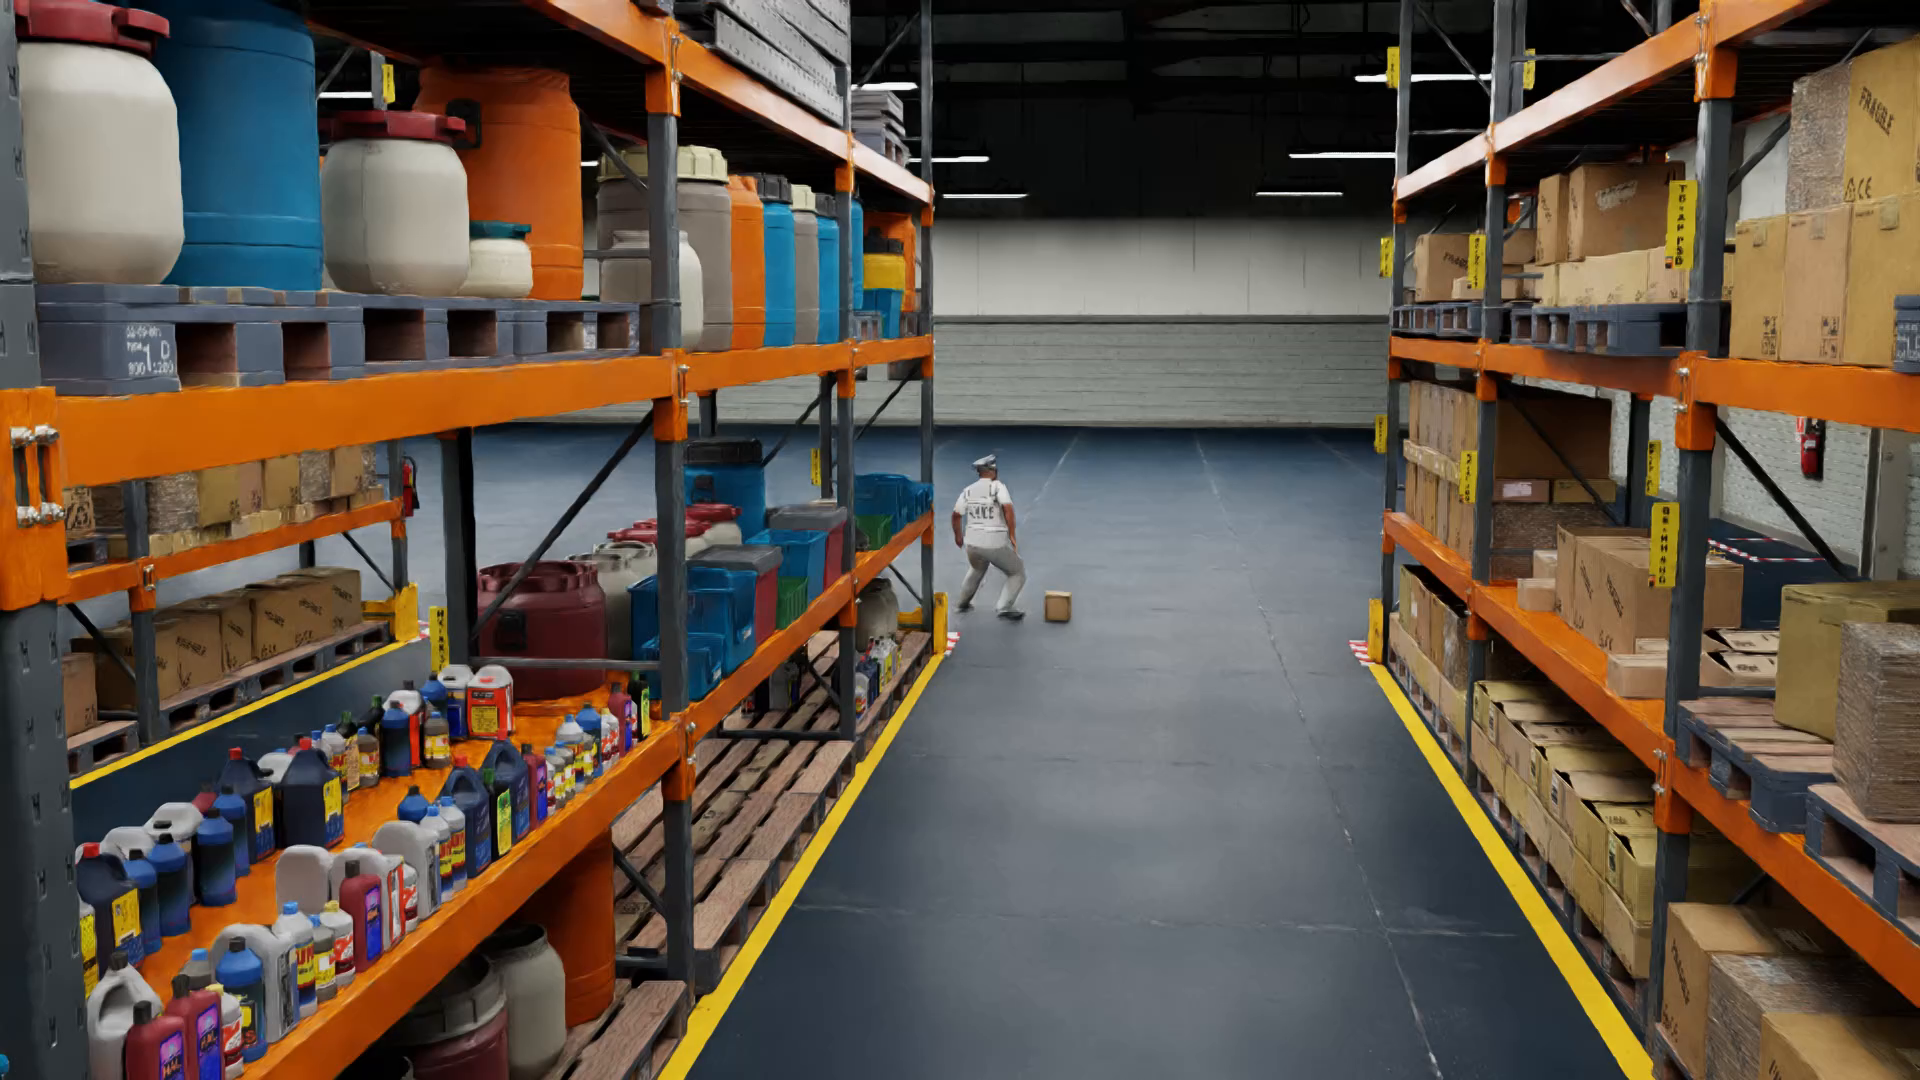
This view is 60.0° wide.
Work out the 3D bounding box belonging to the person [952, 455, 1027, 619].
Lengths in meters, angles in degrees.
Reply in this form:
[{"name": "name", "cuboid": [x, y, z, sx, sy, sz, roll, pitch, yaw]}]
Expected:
[{"name": "person", "cuboid": [0.256, -0.036, 16.555, 0.890, 1.614, 0.557, 6, 10, 38]}]
